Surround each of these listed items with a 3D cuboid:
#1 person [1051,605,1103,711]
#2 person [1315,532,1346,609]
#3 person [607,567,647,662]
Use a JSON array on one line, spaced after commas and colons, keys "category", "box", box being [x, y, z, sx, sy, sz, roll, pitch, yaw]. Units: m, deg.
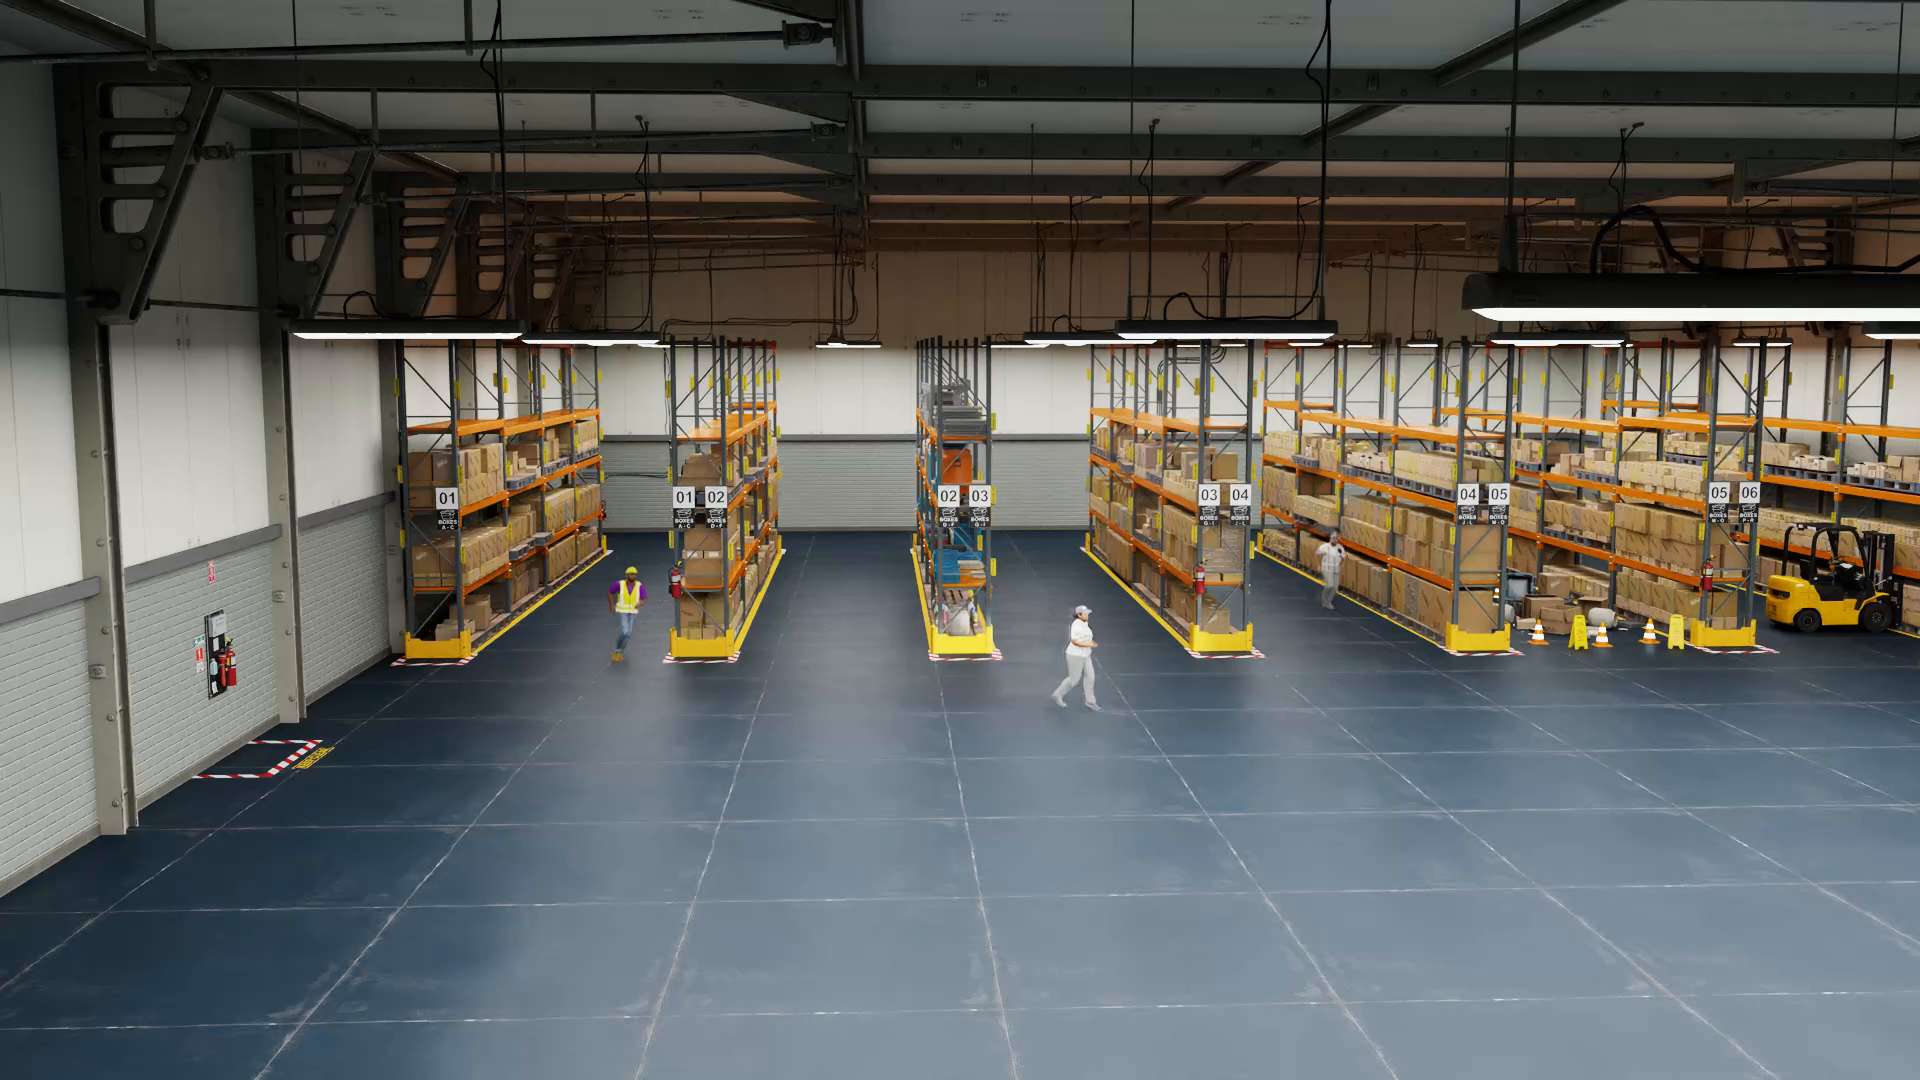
[{"category": "person", "box": [1.878, 1.890, 26.578, 0.814, 1.712, 0.623, 3, 7, 22]}, {"category": "person", "box": [8.235, 0.673, 36.793, 0.637, 1.738, 0.733, -1, 7, -9]}, {"category": "person", "box": [-6.145, 1.370, 30.830, 0.693, 1.754, 0.650, -4, 7, -30]}]
